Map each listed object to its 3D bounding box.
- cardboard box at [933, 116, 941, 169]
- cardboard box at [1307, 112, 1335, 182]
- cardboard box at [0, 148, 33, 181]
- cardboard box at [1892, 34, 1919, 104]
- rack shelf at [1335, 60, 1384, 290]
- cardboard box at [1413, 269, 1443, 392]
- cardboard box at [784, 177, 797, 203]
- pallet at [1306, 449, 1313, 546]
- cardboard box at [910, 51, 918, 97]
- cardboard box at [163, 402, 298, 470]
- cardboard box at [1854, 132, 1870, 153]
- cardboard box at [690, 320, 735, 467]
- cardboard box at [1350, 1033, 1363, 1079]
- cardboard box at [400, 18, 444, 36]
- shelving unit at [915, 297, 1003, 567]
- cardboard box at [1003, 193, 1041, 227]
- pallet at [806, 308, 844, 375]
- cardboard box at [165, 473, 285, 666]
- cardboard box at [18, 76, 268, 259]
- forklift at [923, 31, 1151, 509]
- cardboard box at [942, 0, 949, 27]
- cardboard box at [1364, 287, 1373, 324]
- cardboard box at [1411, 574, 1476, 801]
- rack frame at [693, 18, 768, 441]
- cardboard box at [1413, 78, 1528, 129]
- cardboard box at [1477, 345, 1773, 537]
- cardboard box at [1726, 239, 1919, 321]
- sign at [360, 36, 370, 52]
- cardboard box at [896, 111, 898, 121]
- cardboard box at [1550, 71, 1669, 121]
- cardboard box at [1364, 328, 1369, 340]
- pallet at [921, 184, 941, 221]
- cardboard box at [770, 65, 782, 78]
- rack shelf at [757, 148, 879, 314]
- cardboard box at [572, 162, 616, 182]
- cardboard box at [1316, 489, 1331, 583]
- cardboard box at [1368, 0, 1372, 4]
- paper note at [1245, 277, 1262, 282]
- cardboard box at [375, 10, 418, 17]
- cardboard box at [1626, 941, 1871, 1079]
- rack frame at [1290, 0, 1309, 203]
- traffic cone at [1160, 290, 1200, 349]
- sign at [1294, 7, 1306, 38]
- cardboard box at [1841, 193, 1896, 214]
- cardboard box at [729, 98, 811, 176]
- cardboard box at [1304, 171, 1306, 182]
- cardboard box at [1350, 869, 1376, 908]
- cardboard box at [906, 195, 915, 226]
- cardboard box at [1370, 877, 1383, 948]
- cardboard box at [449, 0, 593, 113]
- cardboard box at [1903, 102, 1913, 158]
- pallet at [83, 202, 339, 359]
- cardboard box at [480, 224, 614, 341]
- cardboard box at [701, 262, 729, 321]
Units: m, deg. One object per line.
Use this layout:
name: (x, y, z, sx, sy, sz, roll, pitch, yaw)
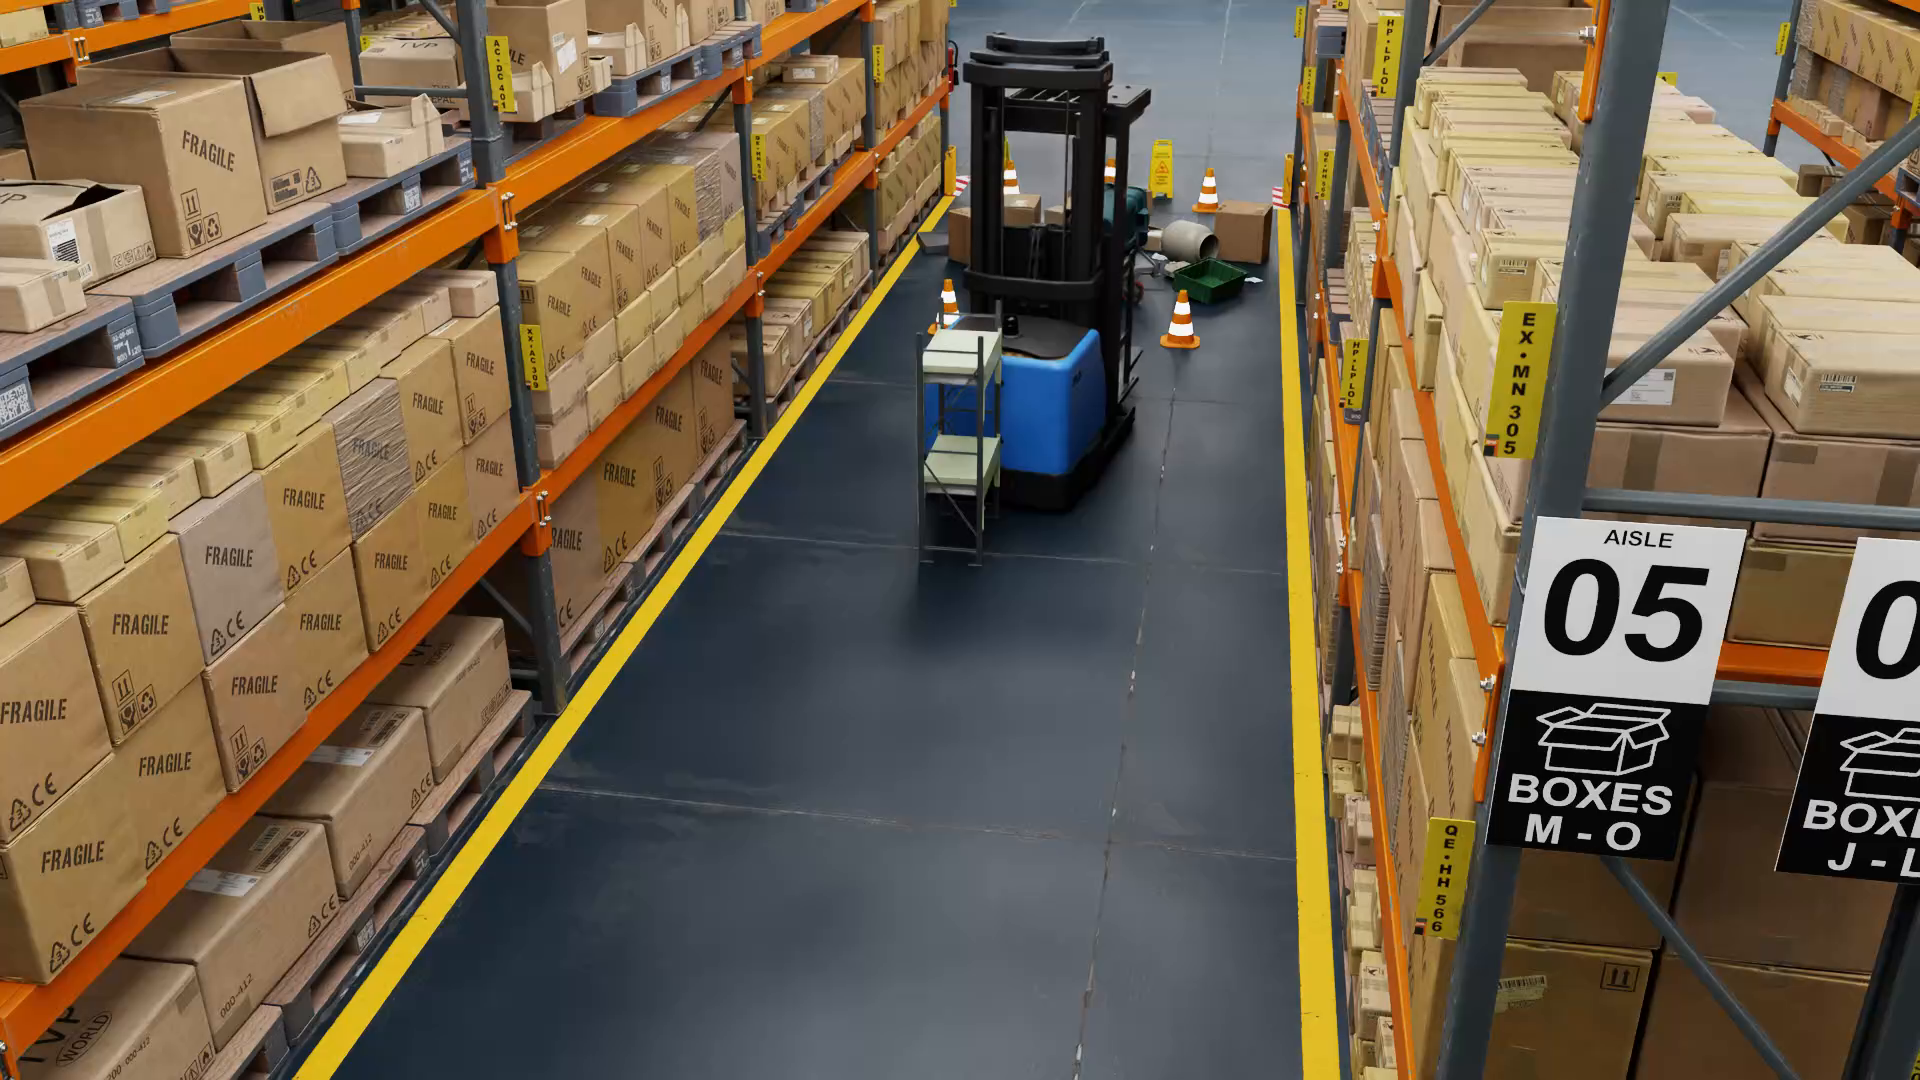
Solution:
cardboard box: (-0.505, -4.432, 18.544, 0.500, 0.500, 0.500, 4, 25, 9)
cardboard box: (3.264, -3.371, 14.296, 0.500, 0.500, 0.500, 4, 25, 9)
cardboard box: (-7.074, -2.528, 12.000, 0.500, 0.500, 0.500, 5, 26, 11)
cardboard box: (8.294, -3.981, 14.069, 0.500, 0.500, 0.500, 4, 25, 9)
rack shelf: (2.635, -2.050, 8.902, 1.077, 0.370, 4.000, 4, 25, 9)
cardboard box: (1.706, -0.652, 5.242, 0.500, 0.250, 0.500, 5, 26, 11)
cardboard box: (-1.467, -2.695, 12.770, 0.380, 0.149, 0.250, 4, 25, 9)
pallet: (2.833, -0.264, 11.066, 1.003, 0.211, 1.213, 4, 25, 9)
cardboard box: (-0.721, -4.806, 17.010, 0.500, 0.500, 0.500, 4, 25, 9)
cardboard box: (-2.620, -0.376, 5.952, 0.380, 0.149, 0.250, 3, 25, 7)
cardboard box: (8.491, -3.657, 15.321, 0.380, 0.149, 0.250, 4, 25, 9)
cardboard box: (-2.133, -1.100, 11.572, 0.875, 0.875, 0.875, 4, 25, 8)
cardboard box: (1.612, 1.924, 5.969, 0.380, 0.149, 0.250, 3, 25, 6)
cardboard box: (-5.682, -5.406, 17.528, 0.380, 0.149, 0.250, 4, 25, 9)
shelving unit: (0.001, -0.682, 10.438, 0.431, 1.500, 0.755, 4, 25, 9)
cardboard box: (0.476, -2.928, 15.522, 0.500, 0.500, 0.500, 4, 25, 9)
pallet: (-1.607, -1.727, 14.191, 1.003, 0.211, 1.213, 4, 25, 9)
cardboard box: (-2.732, 0.080, 5.744, 0.500, 0.500, 0.500, 4, 25, 8)
cardboard box: (-2.768, -1.281, 5.679, 0.500, 0.500, 0.500, 4, 25, 9)
forklift: (0.689, -2.136, 11.857, 1.130, 2.935, 3.031, 8, 26, 17)
cardboard box: (-0.499, -5.905, 18.178, 0.700, 0.500, 0.500, 3, 25, 7)
cardboard box: (2.395, -1.253, 8.989, 0.380, 0.149, 0.250, 3, 25, 6)
cardboard box: (1.567, 0.438, 4.627, 0.500, 0.500, 0.500, 3, 25, 7)
rack frame: (-1.938, -2.155, 11.815, 1.000, 3.000, 0.127, 4, 25, 9)
cardboard box: (1.944, -1.662, 6.342, 0.380, 0.149, 0.250, 3, 25, 6)
cardboard box: (1.479, -0.235, 3.764, 0.500, 0.250, 0.500, 3, 25, 7)
cardboard box: (2.148, -0.641, 4.160, 0.380, 0.149, 0.250, 4, 25, 9)
sign: (-5.645, -4.625, 15.820, 0.100, 0.325, 0.005, 4, 25, 9)
cardboard box: (-0.826, -4.261, 16.610, 0.380, 0.149, 0.250, 4, 25, 8)
cardboard box: (2.527, -1.729, 6.484, 0.380, 0.149, 0.250, 3, 25, 6)
cardboard box: (2.348, -1.010, 8.819, 0.380, 0.149, 0.250, 3, 25, 6)
pallet: (-0.811, -3.869, 18.766, 1.003, 0.211, 1.213, 4, 25, 9)
cardboard box: (-1.725, -3.812, 14.392, 0.500, 0.500, 0.500, 4, 25, 9)
rack shelf: (-1.611, -2.665, 13.755, 1.077, 0.370, 4.000, 4, 25, 9)
cardboard box: (-2.431, -2.040, 10.273, 0.500, 0.500, 0.500, 5, 25, 10)
cardboard box: (2.353, 0.005, 9.654, 0.500, 0.500, 0.500, 3, 25, 7)
cardboard box: (2.539, -3.239, 9.572, 0.396, 0.266, 0.258, 4, 25, 9)
paper note: (2.832, -2.527, 16.111, 0.147, 0.020, 0.142, -14, 29, -27)
cardboard box: (-6.113, -5.655, 18.060, 0.380, 0.149, 0.250, 3, 25, 7)
cardboard box: (2.000, 1.143, 4.301, 0.500, 0.500, 0.500, 5, 26, 11)
rack frame: (4.269, -5.200, 18.321, 1.000, 3.000, 0.127, 4, 25, 9)
traffic cone: (1.907, -1.922, 14.310, 0.336, 0.463, 0.334, 4, 25, 9)
sign: (3.723, -5.669, 18.208, 0.100, 0.325, 0.005, 4, 25, 9)
cardboard box: (8.842, -3.099, 16.286, 0.500, 0.500, 0.500, 6, 26, 13)
cardboard box: (-1.478, -3.138, 12.952, 0.500, 0.500, 0.500, 4, 25, 9)
cardboard box: (4.224, -4.140, 18.067, 0.875, 0.875, 0.875, 4, 25, 9)
cardboard box: (1.757, 1.458, 6.613, 0.380, 0.149, 0.250, 4, 25, 8)
cardboard box: (-0.762, -3.447, 17.323, 0.500, 0.250, 0.500, 4, 25, 8)
cardboard box: (1.767, 1.432, 6.318, 0.380, 0.149, 0.250, 4, 25, 9)
cardboard box: (-2.162, -2.424, 8.239, 0.500, 0.500, 0.500, 4, 25, 8)
cardboard box: (8.627, -3.505, 14.231, 0.875, 0.500, 0.500, 4, 25, 9)
pallet: (-2.938, -0.950, 5.808, 1.003, 0.211, 1.213, 4, 25, 9)
cardboard box: (-2.181, -1.359, 8.817, 0.500, 0.500, 0.500, 4, 25, 8)
cardboard box: (-1.833, -1.643, 10.898, 0.500, 0.250, 0.500, 4, 25, 9)
